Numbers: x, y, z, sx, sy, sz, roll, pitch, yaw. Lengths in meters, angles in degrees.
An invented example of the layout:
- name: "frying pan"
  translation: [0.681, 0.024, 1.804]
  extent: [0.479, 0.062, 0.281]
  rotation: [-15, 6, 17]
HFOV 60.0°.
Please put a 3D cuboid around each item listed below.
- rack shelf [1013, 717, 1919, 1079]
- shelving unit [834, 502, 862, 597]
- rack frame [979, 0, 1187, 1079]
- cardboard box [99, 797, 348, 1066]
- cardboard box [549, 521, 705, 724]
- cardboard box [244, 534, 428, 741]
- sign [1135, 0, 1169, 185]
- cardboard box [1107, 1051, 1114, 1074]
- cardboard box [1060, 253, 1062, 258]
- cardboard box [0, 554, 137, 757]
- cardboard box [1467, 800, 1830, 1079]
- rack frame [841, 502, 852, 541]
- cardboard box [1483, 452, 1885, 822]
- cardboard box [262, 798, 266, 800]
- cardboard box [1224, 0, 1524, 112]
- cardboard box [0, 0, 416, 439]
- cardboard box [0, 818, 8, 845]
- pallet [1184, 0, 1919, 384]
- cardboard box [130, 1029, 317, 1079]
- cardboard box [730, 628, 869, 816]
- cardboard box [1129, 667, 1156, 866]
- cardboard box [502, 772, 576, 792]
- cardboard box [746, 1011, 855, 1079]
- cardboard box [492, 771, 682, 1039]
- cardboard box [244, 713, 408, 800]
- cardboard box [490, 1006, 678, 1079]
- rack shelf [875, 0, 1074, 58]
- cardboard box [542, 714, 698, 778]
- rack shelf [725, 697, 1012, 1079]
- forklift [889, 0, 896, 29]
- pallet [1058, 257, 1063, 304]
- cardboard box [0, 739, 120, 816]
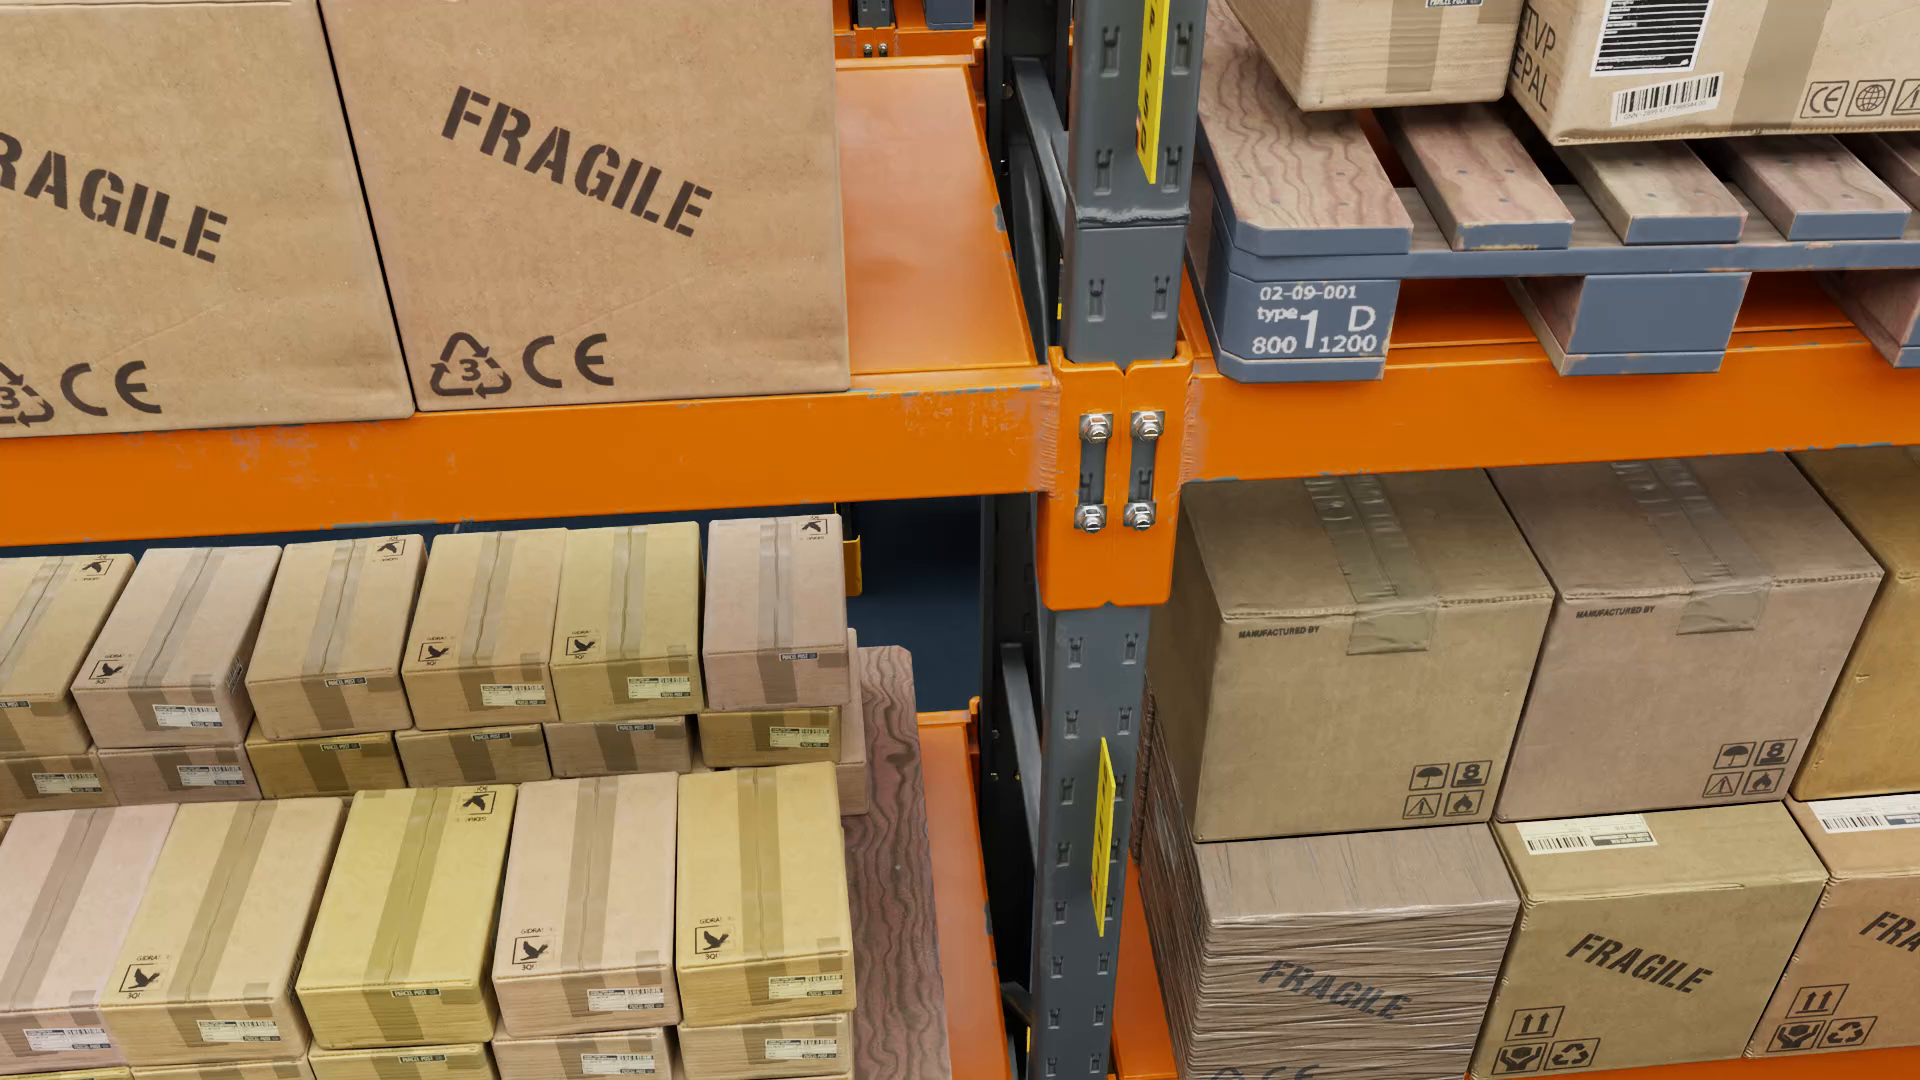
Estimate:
- name: "rack shelf"
  translation: [2.140, 0.695, 3.529]
  extent: [4.000, 0.370, 1.077]
  rotation: [-3, 38, -4]
- name: "shelving unit"
  translation: [0.076, -0.593, 5.791]
  extent: [1.083, 1.500, 0.587]
  rotation: [-3, 38, -4]
- name: "rack frame"
  translation: [0.148, 0.522, 3.167]
  extent: [0.127, 3.000, 1.000]
  rotation: [-3, 38, -4]
- name: "cardboard box"
  translation: [-1.076, 0.576, 2.482]
  extent: [0.250, 0.149, 0.380]
  rotation: [-2, 38, -3]
- name: "cardboard box"
  translation: [-0.597, 0.144, 3.029]
  extent: [0.250, 0.149, 0.380]
  rotation: [-4, 38, -5]
- name: "cardboard box"
  translation: [-1.105, 0.169, 2.997]
  extent: [0.250, 0.149, 0.380]
  rotation: [-5, 39, -6]
- name: "sign"
  translation: [0.194, -0.524, 1.653]
  extent: [0.005, 0.325, 0.100]
  rotation: [-3, 38, -4]
- name: "cardboard box"
  translation: [0.763, 1.262, 3.706]
  extent: [0.750, 0.750, 1.050]
  rotation: [-4, 38, -5]
- name: "cardboard box"
  translation: [0.173, -1.685, 7.746]
  extent: [0.625, 0.372, 0.950]
  rotation: [-6, 39, -7]
- name: "cardboard box"
  translation: [-1.638, 0.201, 2.957]
  extent: [0.250, 0.149, 0.380]
  rotation: [-2, 38, -3]
- name: "cardboard box"
  translation: [1.125, 0.595, 2.994]
  extent: [0.500, 0.500, 0.500]
  rotation: [-3, 38, -4]
- name: "rack frame"
  translation: [-0.421, -0.566, 5.756]
  extent: [0.032, 1.500, 0.500]
  rotation: [-3, 38, -4]
- name: "cardboard box"
  translation: [1.100, 0.043, 2.886]
  extent: [0.500, 0.500, 0.700]
  rotation: [-4, 38, -5]
- name: "cardboard box"
  translation: [-1.385, 0.417, 3.163]
  extent: [0.250, 0.149, 0.380]
  rotation: [-2, 38, -2]
- name: "cardboard box"
  translation: [0.495, -0.681, 2.053]
  extent: [0.250, 0.149, 0.380]
  rotation: [-5, 39, -6]
- name: "cardboard box"
  translation: [-0.895, -0.471, 1.923]
  extent: [0.500, 0.500, 0.500]
  rotation: [-3, 38, -4]
- name: "cardboard box"
  translation: [-1.588, 0.601, 2.450]
  extent: [0.250, 0.149, 0.380]
  rotation: [-1, 38, -2]
- name: "pallet"
  translation: [0.785, -0.650, 2.383]
  extent: [1.003, 0.211, 1.213]
  rotation: [-1, 38, -2]
- name: "cardboard box"
  translation: [-1.080, 0.692, 2.575]
  extent: [0.250, 0.149, 0.380]
  rotation: [-3, 38, -4]
- name: "cardboard box"
  translation: [-0.315, 0.356, 3.241]
  extent: [0.250, 0.149, 0.380]
  rotation: [-4, 38, -5]
- name: "cardboard box"
  translation: [0.573, 0.292, 3.377]
  extent: [0.500, 0.500, 0.500]
  rotation: [-3, 38, -4]
- name: "cardboard box"
  translation: [-0.851, 0.385, 3.204]
  extent: [0.250, 0.149, 0.380]
  rotation: [-1, 38, -2]
- name: "cardboard box"
  translation: [-0.303, 0.766, 2.721]
  extent: [0.250, 0.149, 0.380]
  rotation: [-3, 38, -3]
- name: "cardboard box"
  translation: [-0.550, 0.544, 2.522]
  extent: [0.250, 0.149, 0.380]
  rotation: [-4, 38, -5]
- name: "cardboard box"
  translation: [-1.138, 0.288, 3.086]
  extent: [0.250, 0.149, 0.380]
  rotation: [-3, 38, -4]
- name: "cardboard box"
  translation: [-0.569, 0.663, 2.612]
  extent: [0.250, 0.149, 0.380]
  rotation: [-2, 38, -2]
- name: "rack shelf"
  translation: [1.601, -2.354, 7.393]
  extent: [4.000, 0.370, 1.077]
  rotation: [-3, 38, -4]
- name: "cardboard box"
  translation: [-0.621, 0.258, 3.125]
  extent: [0.250, 0.149, 0.380]
  rotation: [-1, 38, -2]
- name: "rack shelf"
  translation: [-1.844, 0.914, 3.251]
  extent: [4.000, 0.370, 1.077]
  rotation: [-3, 38, -4]
- name: "forklift"
  translation: [-1.109, -4.055, 9.023]
  extent: [3.031, 2.935, 1.130]
  rotation: [-4, 38, -5]
- name: "pallet"
  translation: [0.388, -1.474, 7.948]
  extent: [1.213, 0.211, 1.003]
  rotation: [-3, 38, -4]
- name: "cardboard box"
  translation: [-1.634, 0.313, 3.055]
  extent: [0.250, 0.149, 0.380]
  rotation: [-3, 38, -4]
